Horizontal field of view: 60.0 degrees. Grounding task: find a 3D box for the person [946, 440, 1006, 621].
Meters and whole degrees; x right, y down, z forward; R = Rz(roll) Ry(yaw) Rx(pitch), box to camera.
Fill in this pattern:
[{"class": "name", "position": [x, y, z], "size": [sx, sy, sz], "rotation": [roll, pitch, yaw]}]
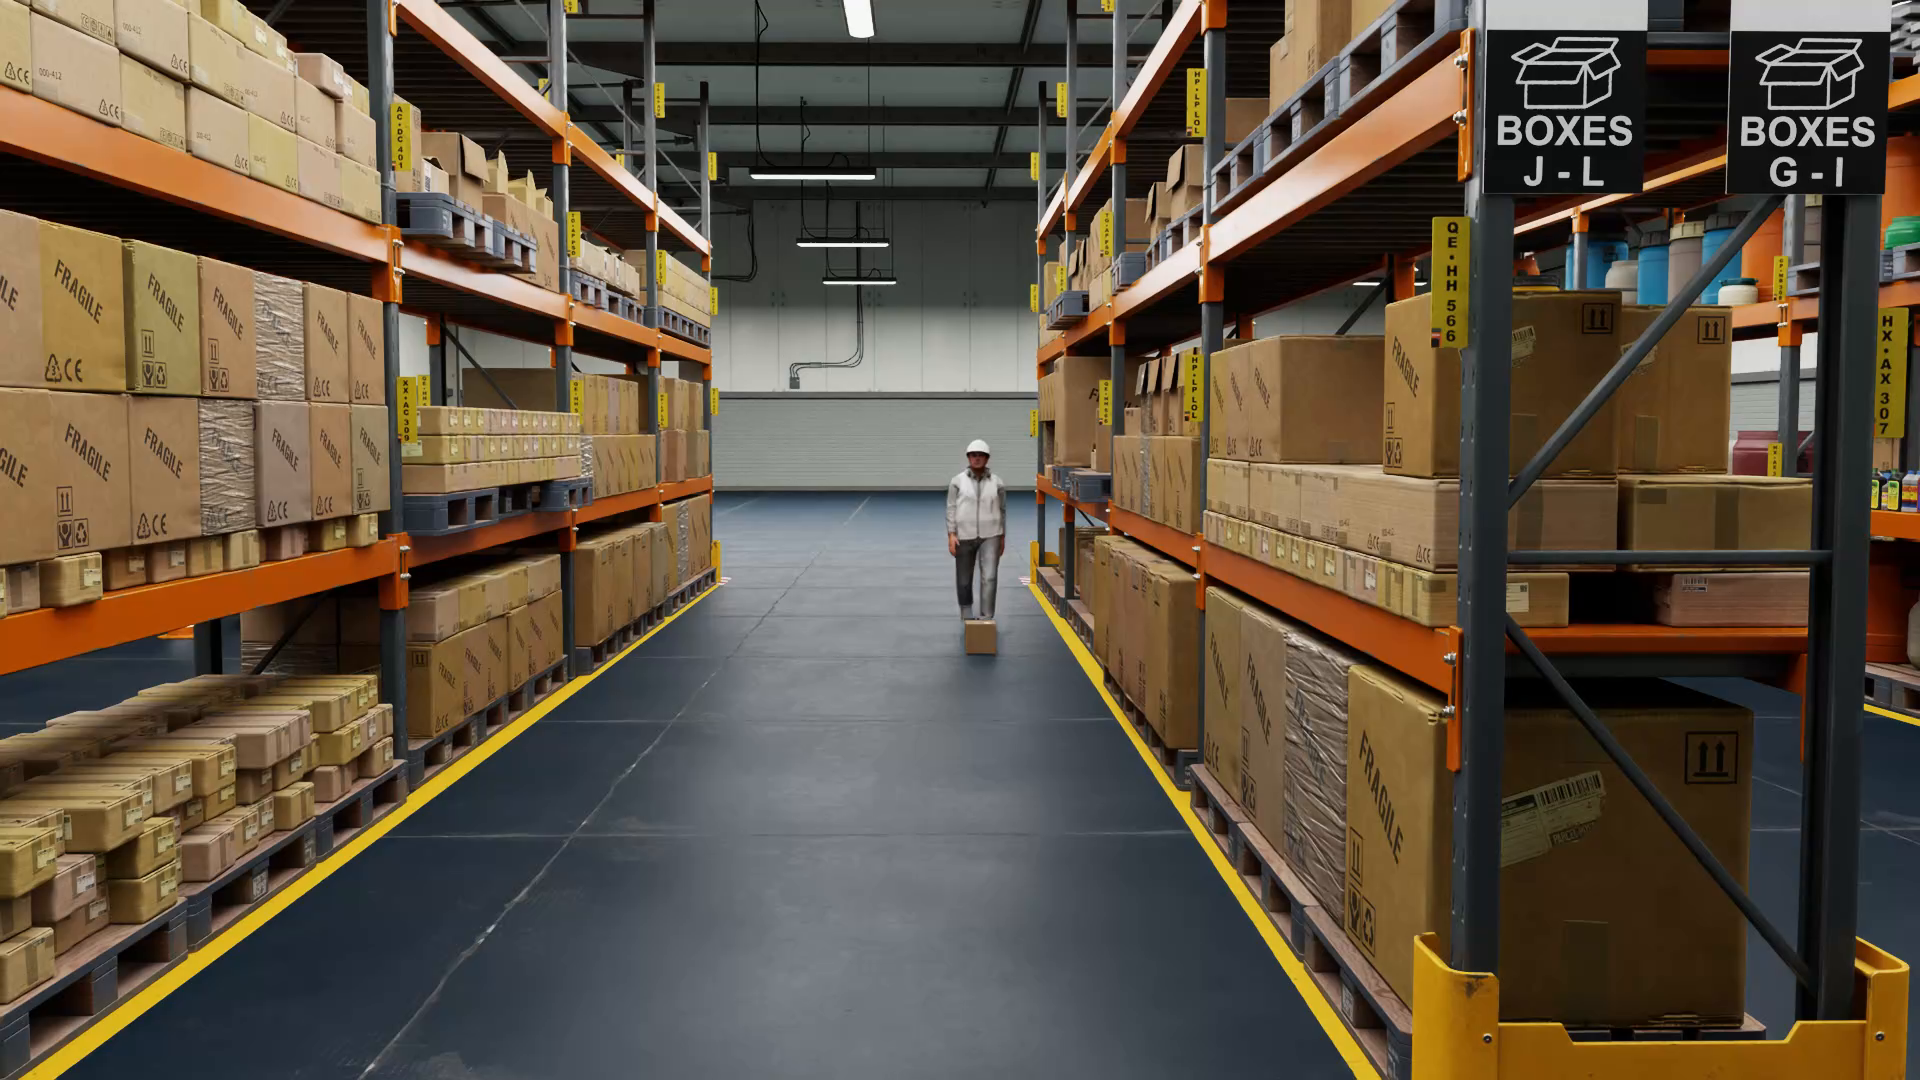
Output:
[{"class": "person", "position": [0.144, -0.036, 15.082], "size": [0.548, 1.743, 0.961], "rotation": [0, 4, 0]}]
